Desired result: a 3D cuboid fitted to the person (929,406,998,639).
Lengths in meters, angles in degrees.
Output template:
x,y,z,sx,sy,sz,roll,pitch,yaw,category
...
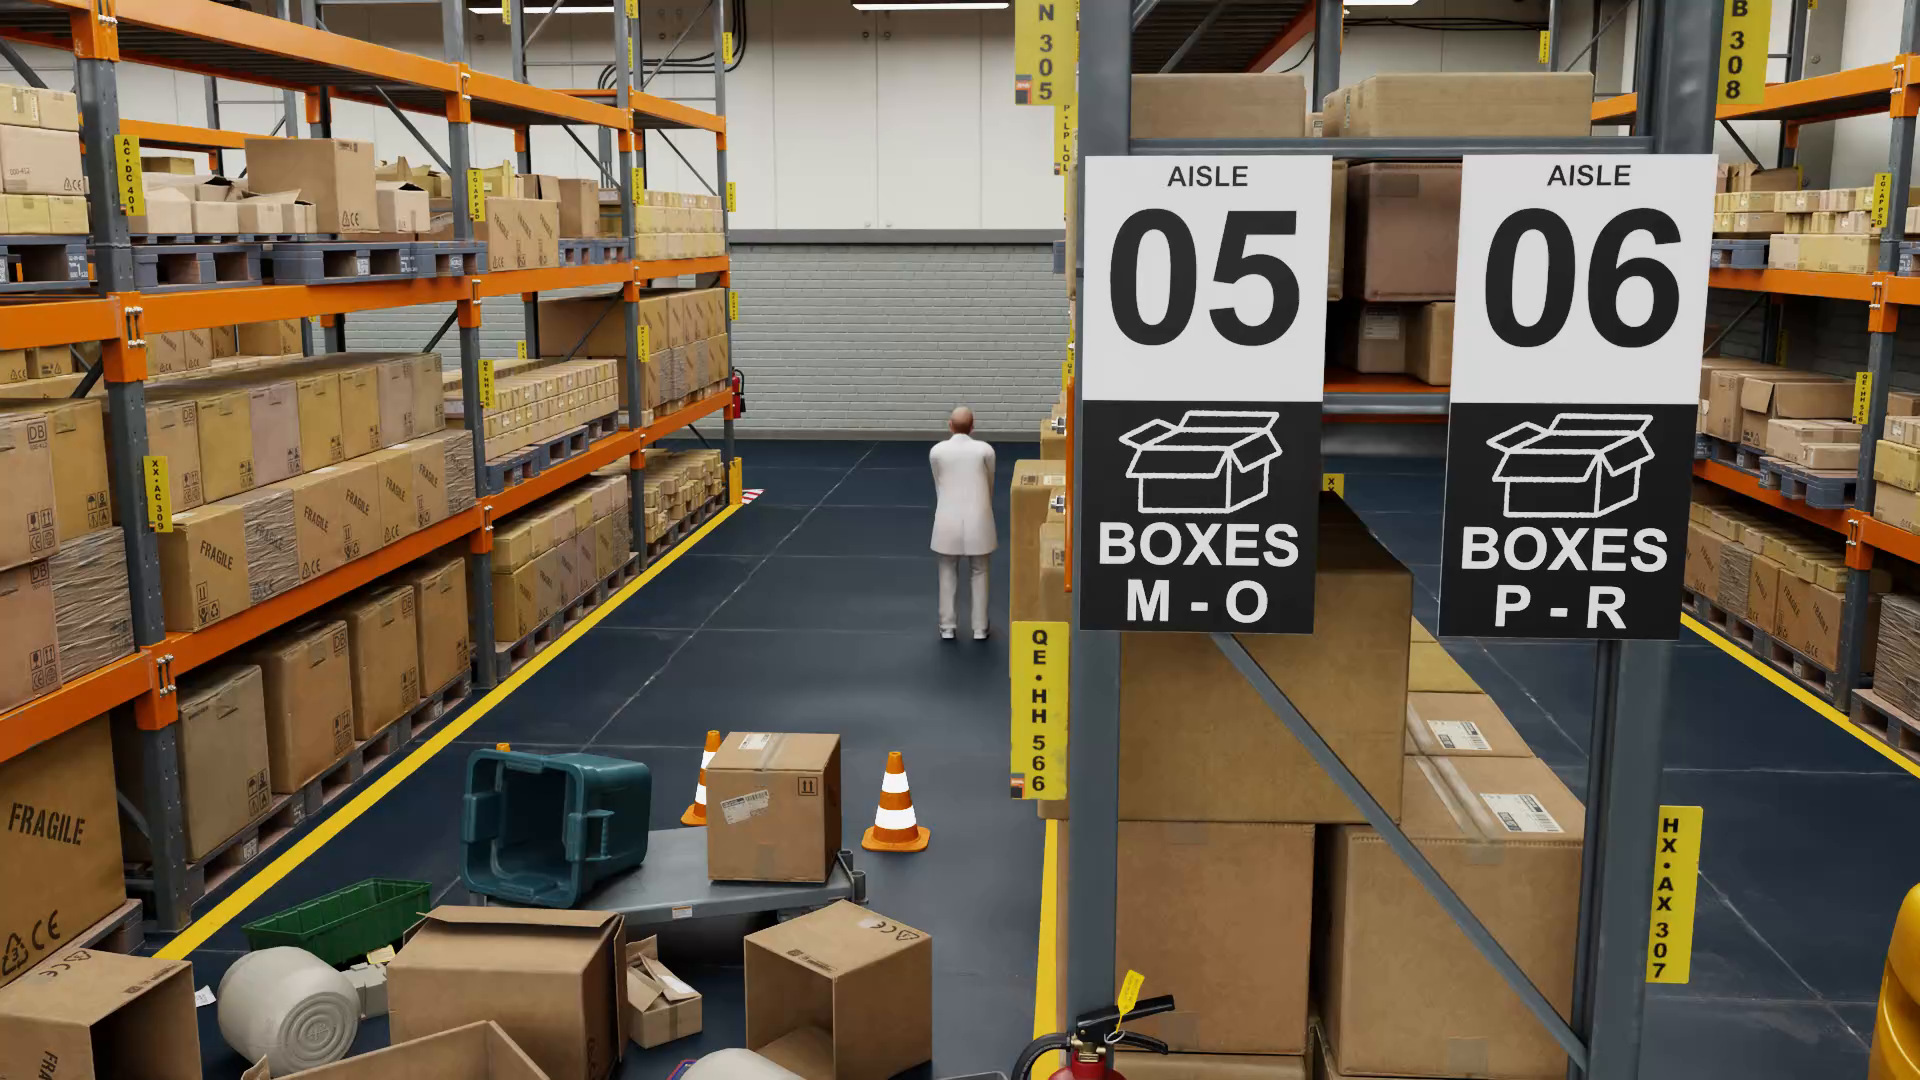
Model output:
x,y,z,sx,sy,sz,roll,pitch,yaw,category
0.033,-0.150,12.781,0.528,1.781,0.564,1,11,3,person
